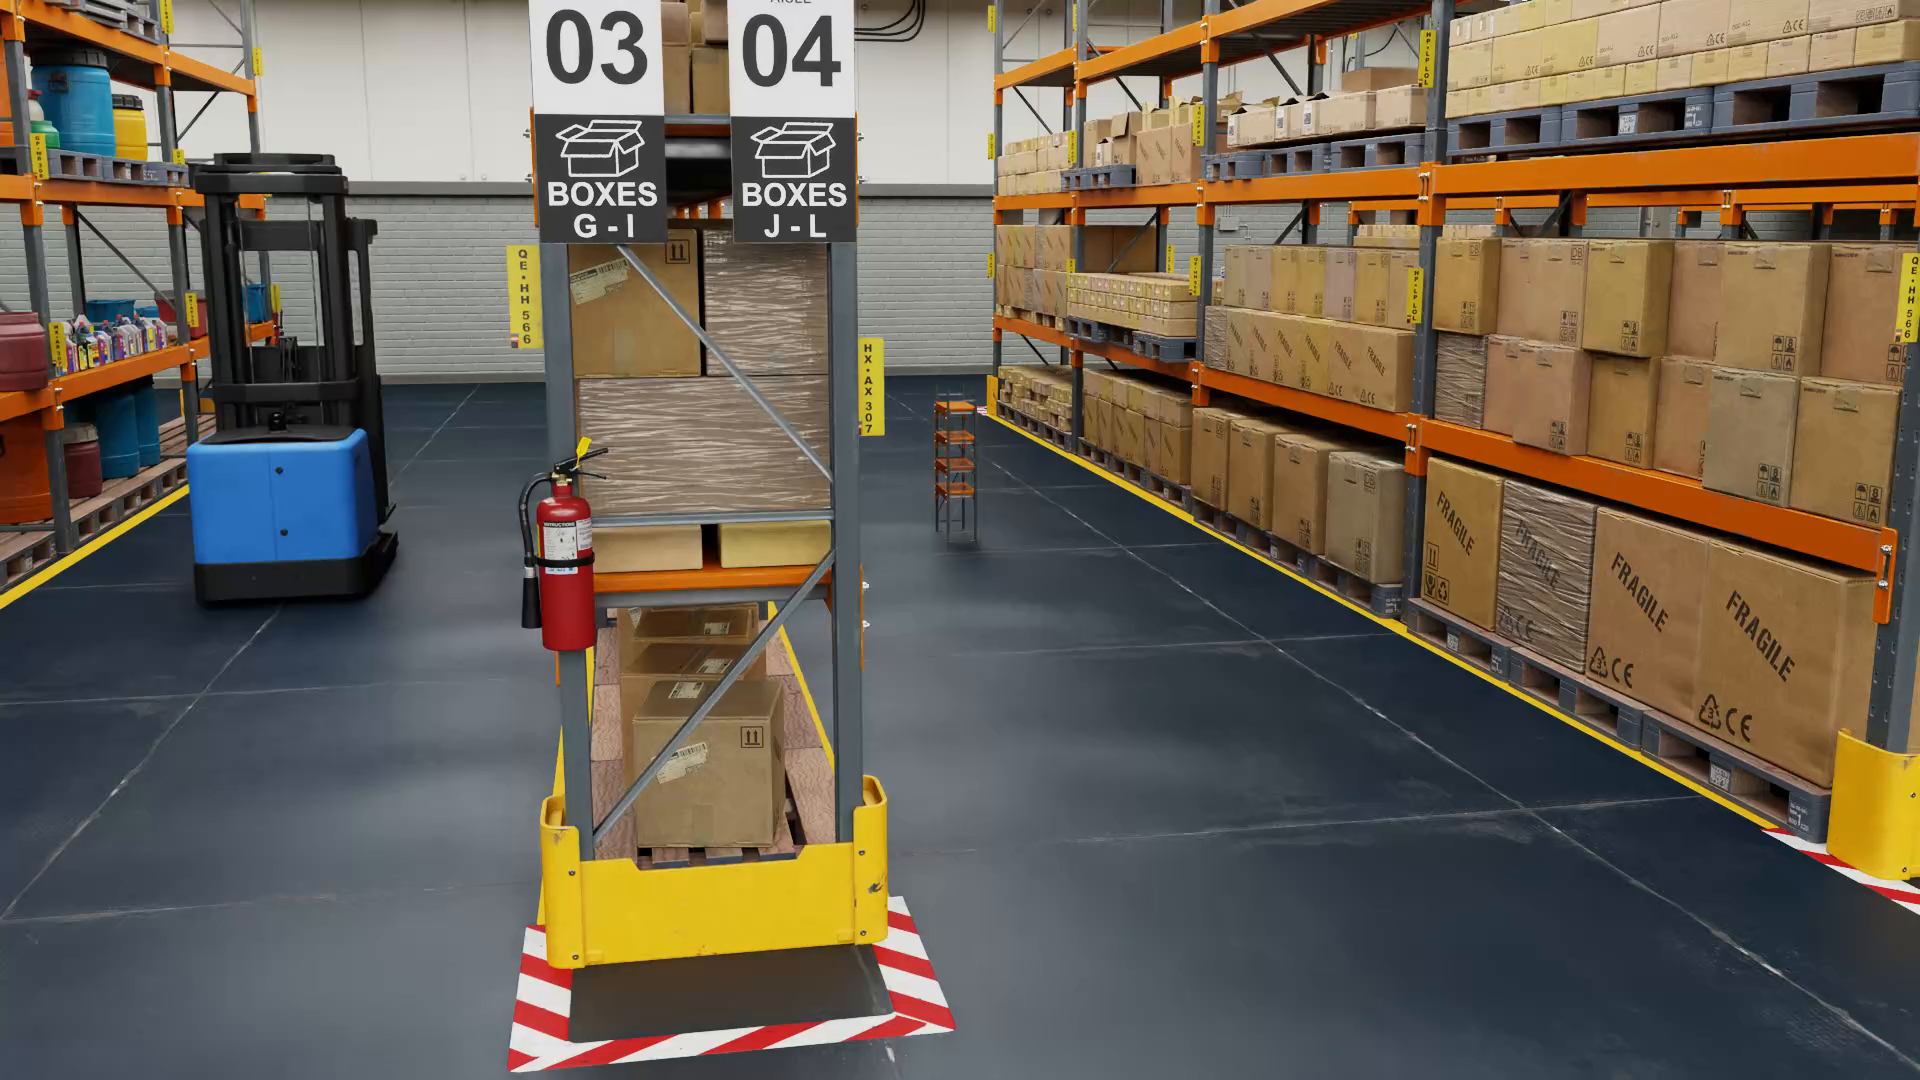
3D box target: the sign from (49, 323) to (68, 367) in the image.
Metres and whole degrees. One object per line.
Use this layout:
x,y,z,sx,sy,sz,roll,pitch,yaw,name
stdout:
-6.711,-1.454,12.375,0.100,0.325,0.005,-2,11,-11,sign

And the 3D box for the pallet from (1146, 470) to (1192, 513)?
2.343,-0.468,15.089,1.003,0.211,1.213,-2,11,-11,pallet

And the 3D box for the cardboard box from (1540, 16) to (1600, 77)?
3.290,-2.477,8.381,0.500,0.250,0.500,-2,11,-12,cardboard box

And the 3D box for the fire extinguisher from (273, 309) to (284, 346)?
-8.389,-2.642,20.261,0.296,0.674,0.183,-2,11,-11,fire extinguisher

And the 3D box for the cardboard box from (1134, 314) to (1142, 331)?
1.805,-1.989,15.175,0.380,0.149,0.250,-2,11,-12,cardboard box

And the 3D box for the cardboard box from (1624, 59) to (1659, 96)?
3.356,-2.161,7.786,0.380,0.149,0.250,-2,11,-10,cardboard box

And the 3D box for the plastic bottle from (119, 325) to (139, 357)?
-7.439,-1.780,14.859,0.152,0.276,0.135,-2,11,-11,plastic bottle

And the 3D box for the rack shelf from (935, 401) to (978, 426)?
-0.032,-1.006,13.170,0.258,0.148,0.480,-2,11,-11,rack shelf

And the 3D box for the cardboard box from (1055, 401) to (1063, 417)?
1.278,-1.475,18.630,0.380,0.149,0.250,-3,11,-14,cardboard box

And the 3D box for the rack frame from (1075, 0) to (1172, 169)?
1.716,-5.375,17.368,1.000,3.000,0.127,-2,11,-11,rack frame

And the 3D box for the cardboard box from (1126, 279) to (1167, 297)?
1.754,-2.330,15.373,0.380,0.149,0.250,-2,11,-11,cardboard box

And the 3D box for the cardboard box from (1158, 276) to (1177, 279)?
2.182,-2.546,16.510,0.380,0.149,0.250,-2,11,-13,cardboard box

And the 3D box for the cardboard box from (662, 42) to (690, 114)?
-1.178,-1.544,5.665,0.500,0.250,0.500,-2,11,-10,cardboard box

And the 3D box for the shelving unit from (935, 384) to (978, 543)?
-0.032,-0.620,13.244,0.258,1.200,0.503,-2,11,-11,shelving unit

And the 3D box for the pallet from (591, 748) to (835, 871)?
-0.974,1.141,6.639,1.003,0.211,1.213,-2,11,-11,pallet

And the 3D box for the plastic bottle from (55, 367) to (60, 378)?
-7.017,-1.382,12.769,0.152,0.276,0.135,-2,11,-11,plastic bottle

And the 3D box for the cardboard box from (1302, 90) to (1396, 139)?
2.715,-2.959,11.547,0.500,0.311,0.500,-3,11,-13,cardboard box

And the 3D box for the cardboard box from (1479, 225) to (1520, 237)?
6.179,-3.530,19.045,0.380,0.149,0.250,-2,11,-12,cardboard box

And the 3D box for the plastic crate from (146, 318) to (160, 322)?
-8.661,-2.294,17.772,0.293,0.136,0.466,-2,11,-11,plastic crate

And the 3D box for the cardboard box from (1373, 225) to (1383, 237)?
5.630,-4.046,21.757,0.380,0.149,0.250,-2,11,-9,cardboard box

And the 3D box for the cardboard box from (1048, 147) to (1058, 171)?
1.287,-4.244,18.516,0.500,0.250,0.500,-3,11,-13,cardboard box

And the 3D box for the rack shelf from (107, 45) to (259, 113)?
-8.417,-4.850,17.604,1.077,0.370,4.000,-2,11,-11,rack shelf

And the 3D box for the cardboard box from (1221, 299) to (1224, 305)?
2.542,-2.069,14.796,0.380,0.149,0.250,-2,11,-8,cardboard box

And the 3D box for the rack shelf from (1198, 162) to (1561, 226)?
2.883,-2.447,11.935,1.077,0.370,4.000,-2,11,-11,rack shelf

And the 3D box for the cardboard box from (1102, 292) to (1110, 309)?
1.601,-2.327,16.155,0.380,0.149,0.250,-2,11,-12,cardboard box

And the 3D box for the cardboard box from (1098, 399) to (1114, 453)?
1.704,-1.164,16.852,0.500,0.500,0.500,-2,11,-8,cardboard box

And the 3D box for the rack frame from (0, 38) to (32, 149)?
-7.250,-4.299,11.717,1.000,3.000,0.127,-2,11,-11,rack frame

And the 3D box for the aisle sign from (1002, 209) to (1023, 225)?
0.629,-4.441,21.554,0.394,0.787,0.004,-2,11,-11,aisle sign

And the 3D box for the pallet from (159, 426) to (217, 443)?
-8.449,-1.074,18.273,1.003,0.211,1.213,-2,11,-11,pallet

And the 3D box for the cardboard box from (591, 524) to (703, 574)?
-1.093,0.014,5.774,0.380,0.149,0.250,-2,11,-11,cardboard box

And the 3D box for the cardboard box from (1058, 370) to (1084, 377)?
1.445,-2.031,20.754,0.380,0.149,0.250,-3,11,-13,cardboard box

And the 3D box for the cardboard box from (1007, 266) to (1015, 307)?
0.883,-3.167,20.750,0.500,0.500,0.500,-2,11,-11,cardboard box

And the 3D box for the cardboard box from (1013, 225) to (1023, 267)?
0.948,-3.567,20.179,0.500,0.500,0.500,-2,11,-12,cardboard box

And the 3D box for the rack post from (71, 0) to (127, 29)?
-7.509,-4.421,13.692,0.937,0.300,0.954,-1,11,-5,rack post

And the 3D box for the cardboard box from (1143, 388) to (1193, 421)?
1.994,-1.249,15.293,0.500,0.250,0.500,-2,11,-10,cardboard box

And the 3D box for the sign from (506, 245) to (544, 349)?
-1.384,-0.773,5.291,0.100,0.325,0.005,-2,11,-11,sign

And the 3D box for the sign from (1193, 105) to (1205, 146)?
1.961,-3.402,13.644,0.100,0.325,0.005,-2,11,-11,sign

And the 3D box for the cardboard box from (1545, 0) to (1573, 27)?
3.209,-2.692,8.443,0.380,0.149,0.250,-2,11,-10,cardboard box

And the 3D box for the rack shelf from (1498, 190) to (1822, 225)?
6.940,-3.380,16.832,1.077,0.370,4.000,-2,11,-11,rack shelf

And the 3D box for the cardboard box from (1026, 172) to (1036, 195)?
1.075,-4.184,19.534,0.500,0.250,0.500,-2,11,-11,cardboard box

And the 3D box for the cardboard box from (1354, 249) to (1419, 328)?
3.067,-1.686,11.090,0.700,0.500,0.500,-2,11,-12,cardboard box

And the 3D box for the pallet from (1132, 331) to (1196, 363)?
2.250,-1.727,14.759,1.213,0.211,1.003,-2,11,-11,pallet

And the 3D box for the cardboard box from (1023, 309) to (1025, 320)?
0.983,-2.777,20.436,0.380,0.149,0.250,-2,11,-12,cardboard box

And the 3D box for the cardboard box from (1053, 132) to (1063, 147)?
1.236,-4.408,18.308,0.380,0.149,0.250,-2,11,-11,cardboard box

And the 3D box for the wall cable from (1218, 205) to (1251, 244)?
4.654,-4.908,28.158,0.585,1.953,0.123,-2,11,-11,wall cable

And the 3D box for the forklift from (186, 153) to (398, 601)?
-4.773,-1.271,12.034,1.130,2.935,3.031,-2,11,-13,forklift

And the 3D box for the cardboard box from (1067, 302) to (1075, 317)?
1.341,-2.422,17.446,0.380,0.149,0.250,-3,11,-14,cardboard box

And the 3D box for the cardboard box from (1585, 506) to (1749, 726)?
3.680,0.327,8.014,0.875,0.875,0.875,-2,11,-12,cardboard box

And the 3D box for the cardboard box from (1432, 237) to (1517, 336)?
3.310,-1.496,9.743,0.875,0.550,0.550,-2,11,-11,cardboard box

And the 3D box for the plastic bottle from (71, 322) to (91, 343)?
-7.437,-1.673,14.094,0.144,0.351,0.185,-2,11,-11,plastic bottle

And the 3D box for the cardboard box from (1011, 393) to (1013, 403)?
0.857,-1.814,21.208,0.380,0.149,0.250,-2,11,-11,cardboard box

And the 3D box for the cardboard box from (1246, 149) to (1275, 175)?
2.644,-3.331,14.386,0.500,0.500,0.500,-2,11,-11,cardboard box

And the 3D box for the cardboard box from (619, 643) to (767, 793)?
-1.090,0.733,6.885,0.500,0.500,0.500,1,11,4,cardboard box

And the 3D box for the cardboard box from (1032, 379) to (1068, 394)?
1.065,-1.818,19.637,0.380,0.149,0.250,-3,11,-13,cardboard box

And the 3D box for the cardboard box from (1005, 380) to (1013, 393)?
0.786,-1.956,21.155,0.380,0.149,0.250,-2,11,-11,cardboard box

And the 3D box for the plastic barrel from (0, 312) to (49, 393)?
-6.862,-1.345,11.876,0.600,0.536,0.708,-2,11,-11,plastic barrel

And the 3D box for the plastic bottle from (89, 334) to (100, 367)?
-7.192,-1.572,13.777,0.097,0.271,0.097,0,11,0,plastic bottle

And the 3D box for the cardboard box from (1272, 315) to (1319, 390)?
2.610,-1.374,12.125,0.500,0.500,0.500,-2,11,-12,cardboard box
